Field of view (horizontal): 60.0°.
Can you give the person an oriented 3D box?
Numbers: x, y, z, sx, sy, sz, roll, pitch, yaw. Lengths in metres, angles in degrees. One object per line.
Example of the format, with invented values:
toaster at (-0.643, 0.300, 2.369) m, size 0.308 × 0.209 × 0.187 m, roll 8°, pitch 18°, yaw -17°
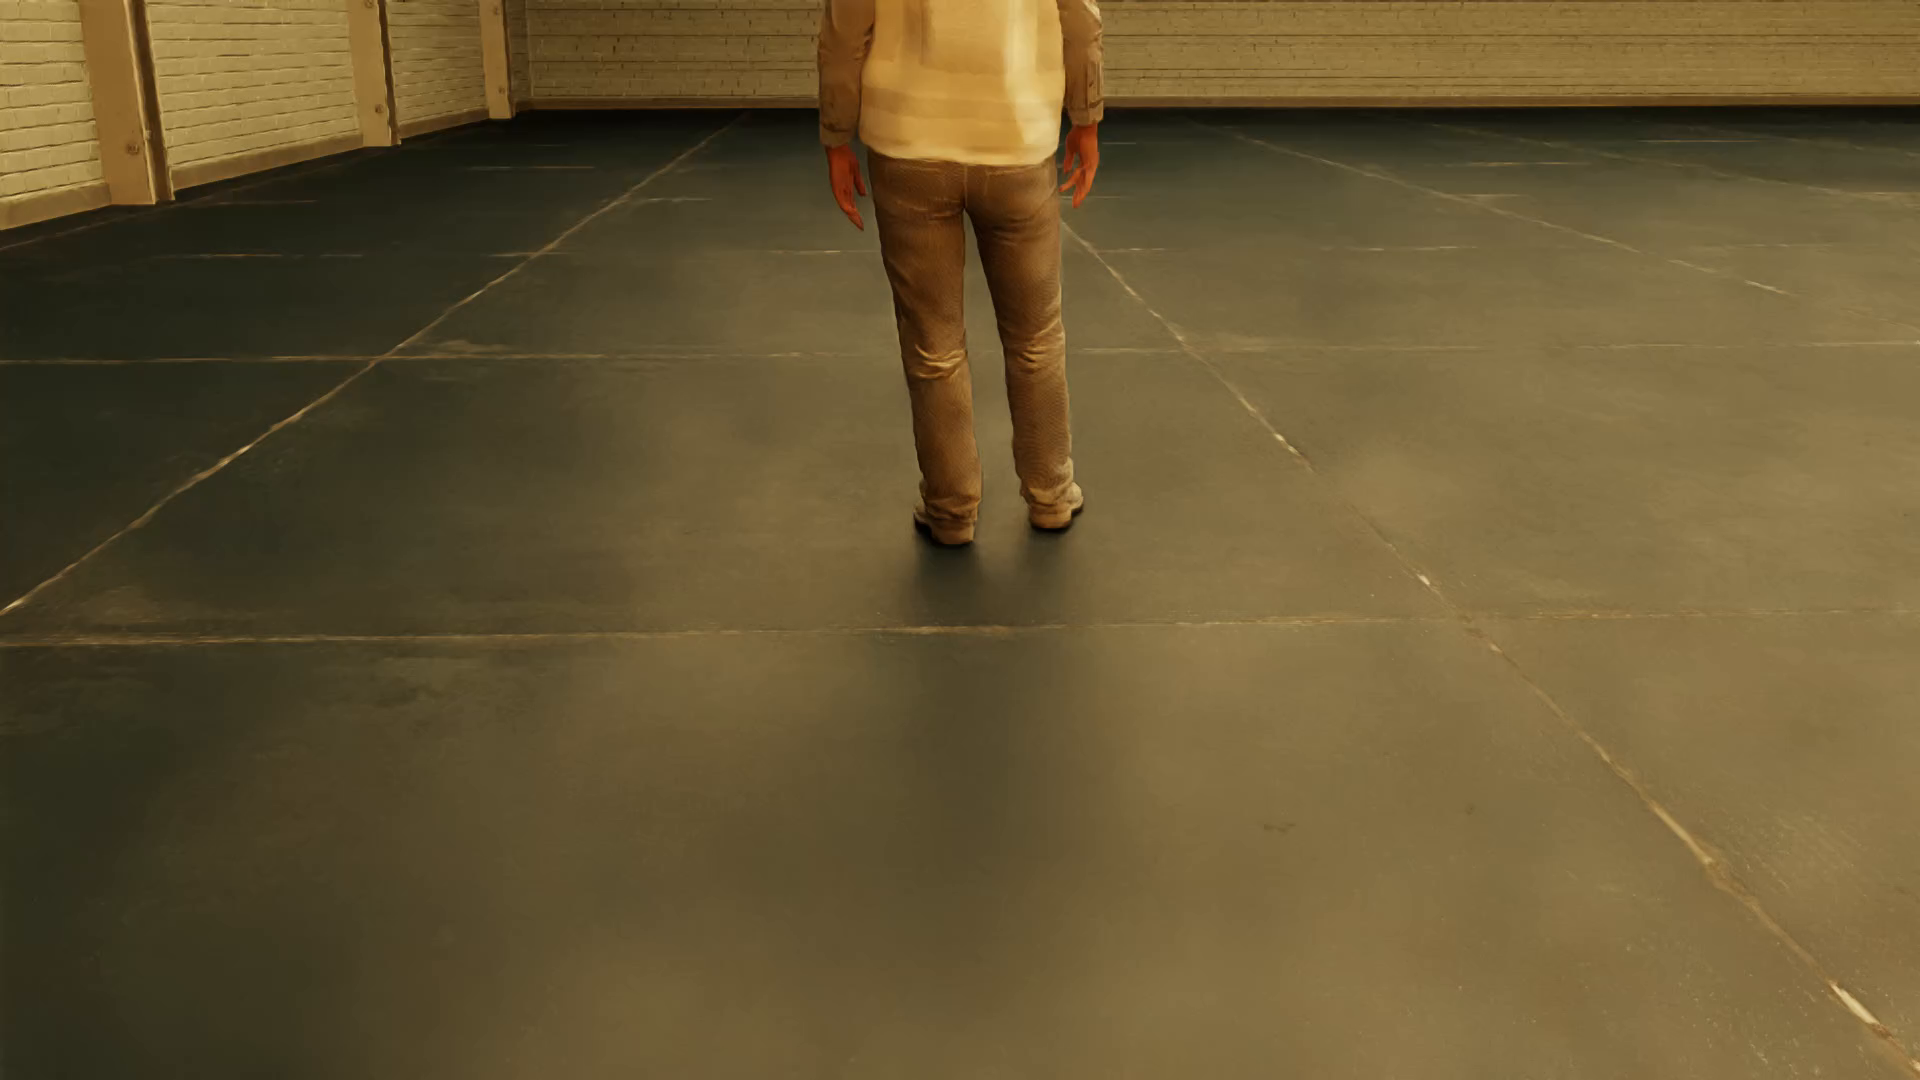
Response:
person at (0.005, -0.874, 3.718) m, size 0.632 × 1.773 × 0.563 m, roll -1°, pitch 17°, yaw -3°
